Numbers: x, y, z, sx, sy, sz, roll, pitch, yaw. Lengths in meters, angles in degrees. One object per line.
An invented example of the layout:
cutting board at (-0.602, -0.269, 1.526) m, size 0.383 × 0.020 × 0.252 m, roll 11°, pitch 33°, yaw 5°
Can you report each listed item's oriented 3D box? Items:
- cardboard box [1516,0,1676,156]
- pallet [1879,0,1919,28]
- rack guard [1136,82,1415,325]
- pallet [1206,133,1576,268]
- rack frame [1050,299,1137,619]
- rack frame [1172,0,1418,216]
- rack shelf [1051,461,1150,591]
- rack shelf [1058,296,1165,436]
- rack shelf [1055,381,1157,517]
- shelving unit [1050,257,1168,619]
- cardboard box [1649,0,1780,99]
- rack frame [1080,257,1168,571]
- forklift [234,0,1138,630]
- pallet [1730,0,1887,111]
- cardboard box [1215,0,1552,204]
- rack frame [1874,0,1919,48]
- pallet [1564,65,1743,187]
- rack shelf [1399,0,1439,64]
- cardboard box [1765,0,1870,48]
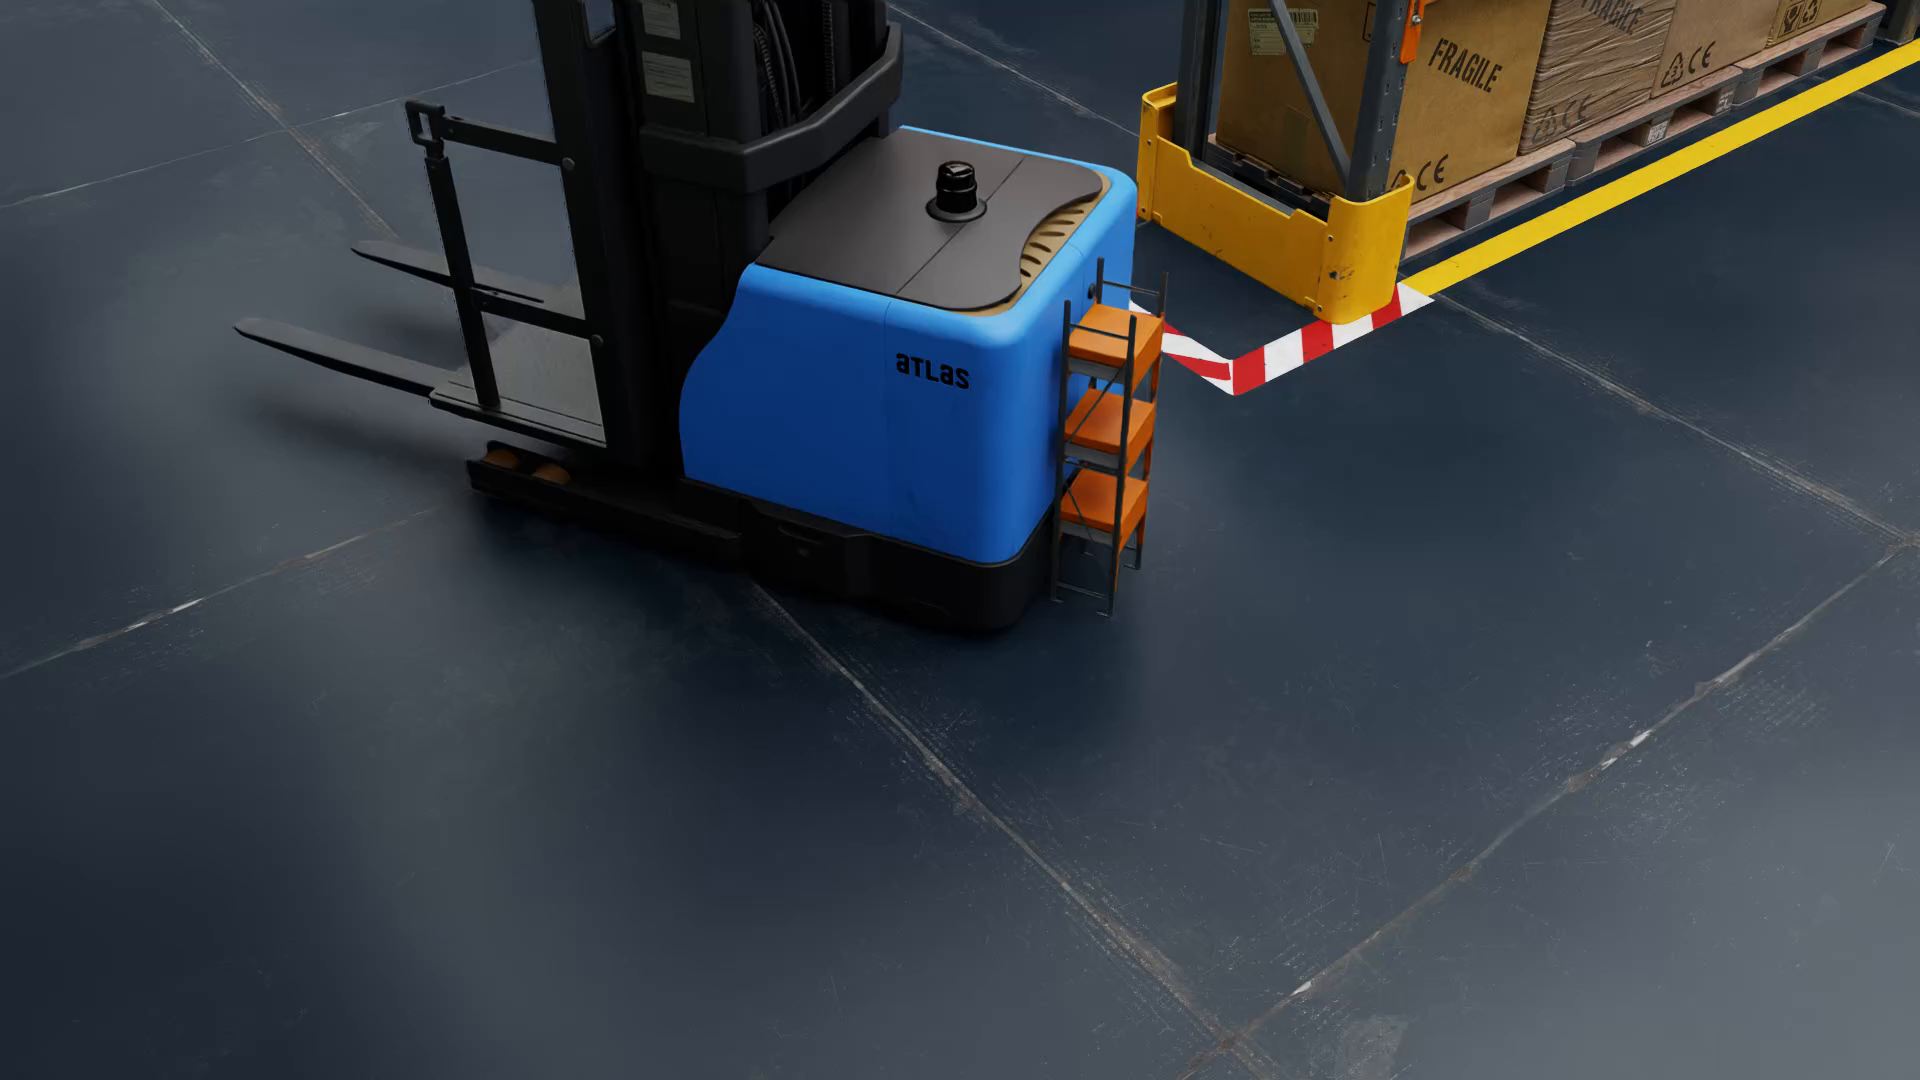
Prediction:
cardboard box at (2.390, -2.299, 7.031) m, size 0.875 × 0.875 × 0.875 m, roll -26°, pitch 46°, yaw -28°
pallet at (4.948, -3.122, 8.890) m, size 1.213 × 0.211 × 1.003 m, roll -26°, pitch 46°, yaw -28°
rack guard at (1.191, -1.343, 6.493) m, size 0.348 × 0.500 × 1.175 m, roll -26°, pitch 46°, yaw -28°
pallet at (1.796, -1.589, 7.020) m, size 1.213 × 0.211 × 1.003 m, roll -26°, pitch 46°, yaw -28°
rack frame at (0.365, -0.199, 4.664) m, size 0.200 × 1.050 × 0.008 m, roll 16°, pitch 42°, yaw 19°
rack frame at (1.210, -2.319, 5.711) m, size 0.127 × 3.000 × 1.000 m, roll -26°, pitch 46°, yaw -28°
rack shelf at (0.415, -0.046, 4.933) m, size 0.215 × 0.259 × 0.240 m, roll 16°, pitch 42°, yaw 19°
rack shelf at (0.416, -0.480, 4.576) m, size 0.215 × 0.259 × 0.240 m, roll 16°, pitch 42°, yaw 19°
rack shelf at (0.416, -0.261, 4.757) m, size 0.215 × 0.259 × 0.240 m, roll 16°, pitch 42°, yaw 19°
shelving unit at (0.416, -0.269, 4.750) m, size 0.215 × 1.050 × 0.252 m, roll 16°, pitch 42°, yaw 19°
cardboard box at (3.096, -2.643, 7.451) m, size 0.875 × 0.875 × 0.875 m, roll -26°, pitch 46°, yaw -28°
rack frame at (0.467, -0.339, 4.836) m, size 0.200 × 1.050 × 0.008 m, roll 16°, pitch 42°, yaw 19°
forklift at (-1.025, -1.497, 4.764) m, size 3.031 × 2.935 × 1.130 m, roll 16°, pitch 42°, yaw 19°
pallet at (3.731, -2.532, 8.170) m, size 1.213 × 0.211 × 1.003 m, roll -26°, pitch 46°, yaw -28°
cardboard box at (1.669, -1.947, 6.603) m, size 0.875 × 0.875 × 0.875 m, roll -26°, pitch 46°, yaw -28°
rack frame at (4.382, -3.864, 7.596) m, size 0.127 × 3.000 × 1.000 m, roll -26°, pitch 46°, yaw -28°
pallet at (2.763, -2.058, 7.592) m, size 1.213 × 0.211 × 1.003 m, roll -26°, pitch 46°, yaw -28°
rack shelf at (2.796, -2.813, 6.882) m, size 4.000 × 0.370 × 1.077 m, roll -26°, pitch 46°, yaw -28°
cardboard box at (3.810, -2.991, 7.875) m, size 0.875 × 0.875 × 0.875 m, roll -26°, pitch 46°, yaw -28°
